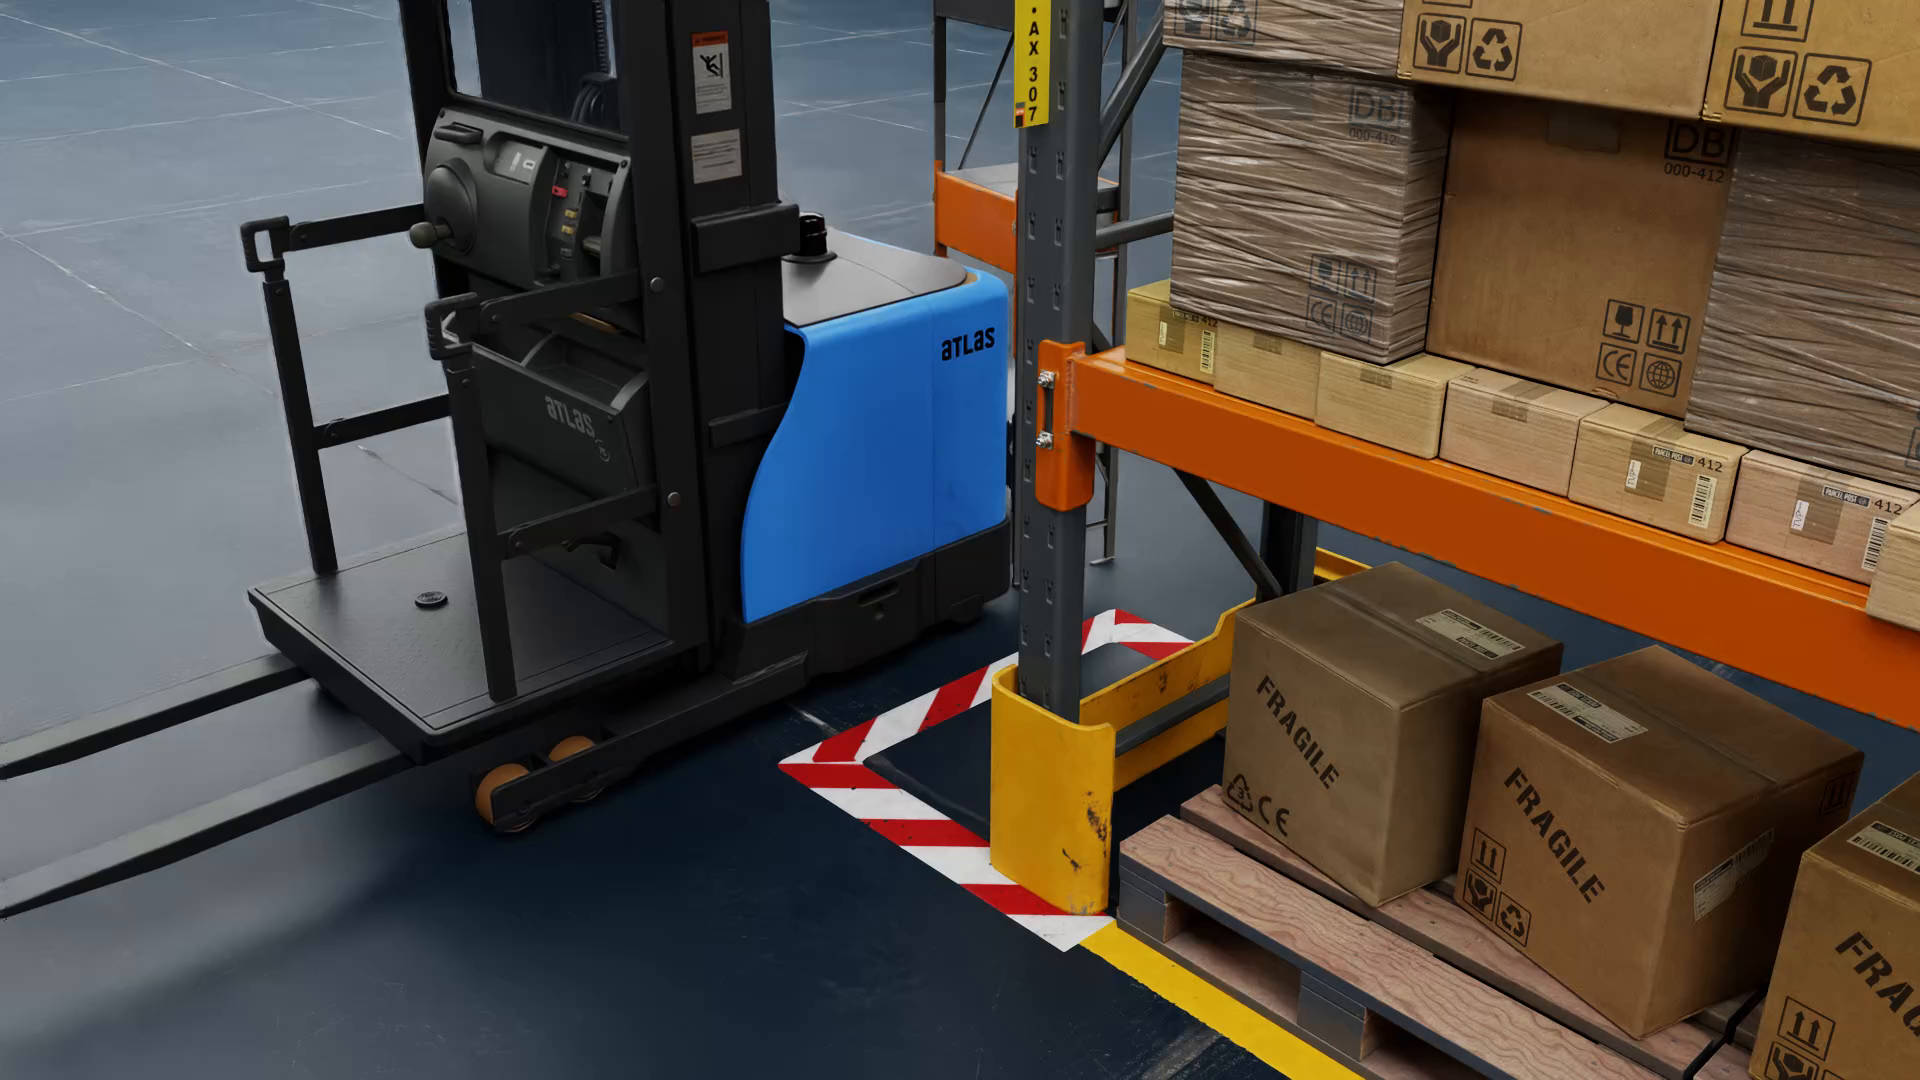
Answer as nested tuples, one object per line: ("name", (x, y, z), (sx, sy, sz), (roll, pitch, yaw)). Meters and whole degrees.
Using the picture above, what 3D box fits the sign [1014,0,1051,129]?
("sign", (0.143, -0.965, 3.207), (0.100, 0.325, 0.005), (-21, 32, -38))

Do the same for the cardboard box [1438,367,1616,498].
("cardboard box", (1.062, -0.225, 2.933), (0.380, 0.149, 0.250), (-21, 32, -38))

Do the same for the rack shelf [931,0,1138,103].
("rack shelf", (0.218, -1.557, 4.980), (0.431, 0.518, 0.480), (-14, 28, -28))

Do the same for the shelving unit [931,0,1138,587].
("shelving unit", (0.218, -0.933, 5.265), (0.431, 2.100, 0.503), (-14, 28, -28))

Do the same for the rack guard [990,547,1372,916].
("rack guard", (0.590, 0.436, 4.193), (1.175, 0.500, 0.348), (-21, 32, -38))

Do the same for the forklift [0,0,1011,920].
("forklift", (-1.258, -0.847, 4.076), (3.031, 2.935, 1.130), (-21, 32, -39))

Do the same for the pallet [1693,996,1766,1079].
("pallet", (1.950, 1.193, 2.881), (1.003, 0.211, 1.213), (-21, 32, -38))

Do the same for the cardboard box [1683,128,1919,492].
("cardboard box", (1.634, -0.450, 2.643), (0.875, 0.500, 0.500), (-21, 32, -38))

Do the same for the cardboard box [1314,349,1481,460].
("cardboard box", (0.876, -0.295, 3.086), (0.380, 0.149, 0.250), (-21, 32, -38))

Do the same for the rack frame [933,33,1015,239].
("rack frame", (0.093, -1.020, 5.455), (0.400, 2.100, 0.015), (-14, 28, -28))

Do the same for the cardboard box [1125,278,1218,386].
("cardboard box", (0.559, -0.456, 3.439), (0.380, 0.149, 0.250), (-21, 32, -38))

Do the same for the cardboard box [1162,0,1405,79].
("cardboard box", (0.715, -1.117, 2.900), (0.500, 0.500, 0.500), (-21, 32, -38))

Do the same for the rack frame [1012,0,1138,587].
("rack frame", (0.344, -0.846, 5.075), (0.400, 2.100, 0.015), (-14, 28, -28))

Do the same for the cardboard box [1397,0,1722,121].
("cardboard box", (1.052, -0.963, 2.563), (0.500, 0.500, 0.500), (-21, 32, -38))

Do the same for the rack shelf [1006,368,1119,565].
("rack shelf", (0.218, -0.284, 5.561), (0.431, 0.518, 0.480), (-14, 28, -28))

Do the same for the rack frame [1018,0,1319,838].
("rack frame", (0.538, -0.725, 3.725), (1.000, 3.000, 0.127), (-21, 32, -38))

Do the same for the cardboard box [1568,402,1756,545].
("cardboard box", (1.228, -0.148, 2.762), (0.380, 0.149, 0.250), (-21, 32, -38))

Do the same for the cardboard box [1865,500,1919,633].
("cardboard box", (1.514, 0.026, 2.383), (0.380, 0.149, 0.250), (-21, 32, -38))

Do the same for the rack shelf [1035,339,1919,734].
("rack shelf", (1.905, 0.208, 2.546), (1.077, 0.370, 4.000), (-21, 32, -38))

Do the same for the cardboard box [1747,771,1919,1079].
("cardboard box", (1.801, 0.782, 2.928), (0.500, 0.500, 0.500), (-18, 30, -34))

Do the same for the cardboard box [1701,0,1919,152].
("cardboard box", (1.395, -0.812, 2.232), (0.500, 0.500, 0.500), (-21, 32, -38))

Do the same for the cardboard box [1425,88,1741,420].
("cardboard box", (1.324, -0.614, 3.002), (0.875, 0.500, 0.500), (-21, 32, -38))

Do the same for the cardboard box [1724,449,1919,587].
("cardboard box", (1.418, -0.080, 2.613), (0.380, 0.149, 0.250), (-21, 32, -38))

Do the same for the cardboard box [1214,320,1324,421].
("cardboard box", (0.716, -0.375, 3.261), (0.380, 0.149, 0.250), (-21, 32, -38))

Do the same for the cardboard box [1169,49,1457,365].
("cardboard box", (0.894, -0.731, 3.260), (0.875, 0.500, 0.500), (-21, 32, -38))

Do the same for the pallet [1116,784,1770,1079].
("pallet", (1.120, 0.823, 3.691), (1.003, 0.211, 1.213), (-21, 32, -38))

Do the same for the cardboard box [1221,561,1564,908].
("cardboard box", (0.953, 0.415, 3.731), (0.500, 0.500, 0.500), (-15, 28, -29))

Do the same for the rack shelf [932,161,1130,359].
("rack shelf", (0.218, -0.920, 5.271), (0.431, 0.518, 0.480), (-14, 28, -28))

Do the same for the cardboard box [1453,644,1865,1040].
("cardboard box", (1.387, 0.587, 3.355), (0.500, 0.500, 0.500), (-12, 27, -25))
